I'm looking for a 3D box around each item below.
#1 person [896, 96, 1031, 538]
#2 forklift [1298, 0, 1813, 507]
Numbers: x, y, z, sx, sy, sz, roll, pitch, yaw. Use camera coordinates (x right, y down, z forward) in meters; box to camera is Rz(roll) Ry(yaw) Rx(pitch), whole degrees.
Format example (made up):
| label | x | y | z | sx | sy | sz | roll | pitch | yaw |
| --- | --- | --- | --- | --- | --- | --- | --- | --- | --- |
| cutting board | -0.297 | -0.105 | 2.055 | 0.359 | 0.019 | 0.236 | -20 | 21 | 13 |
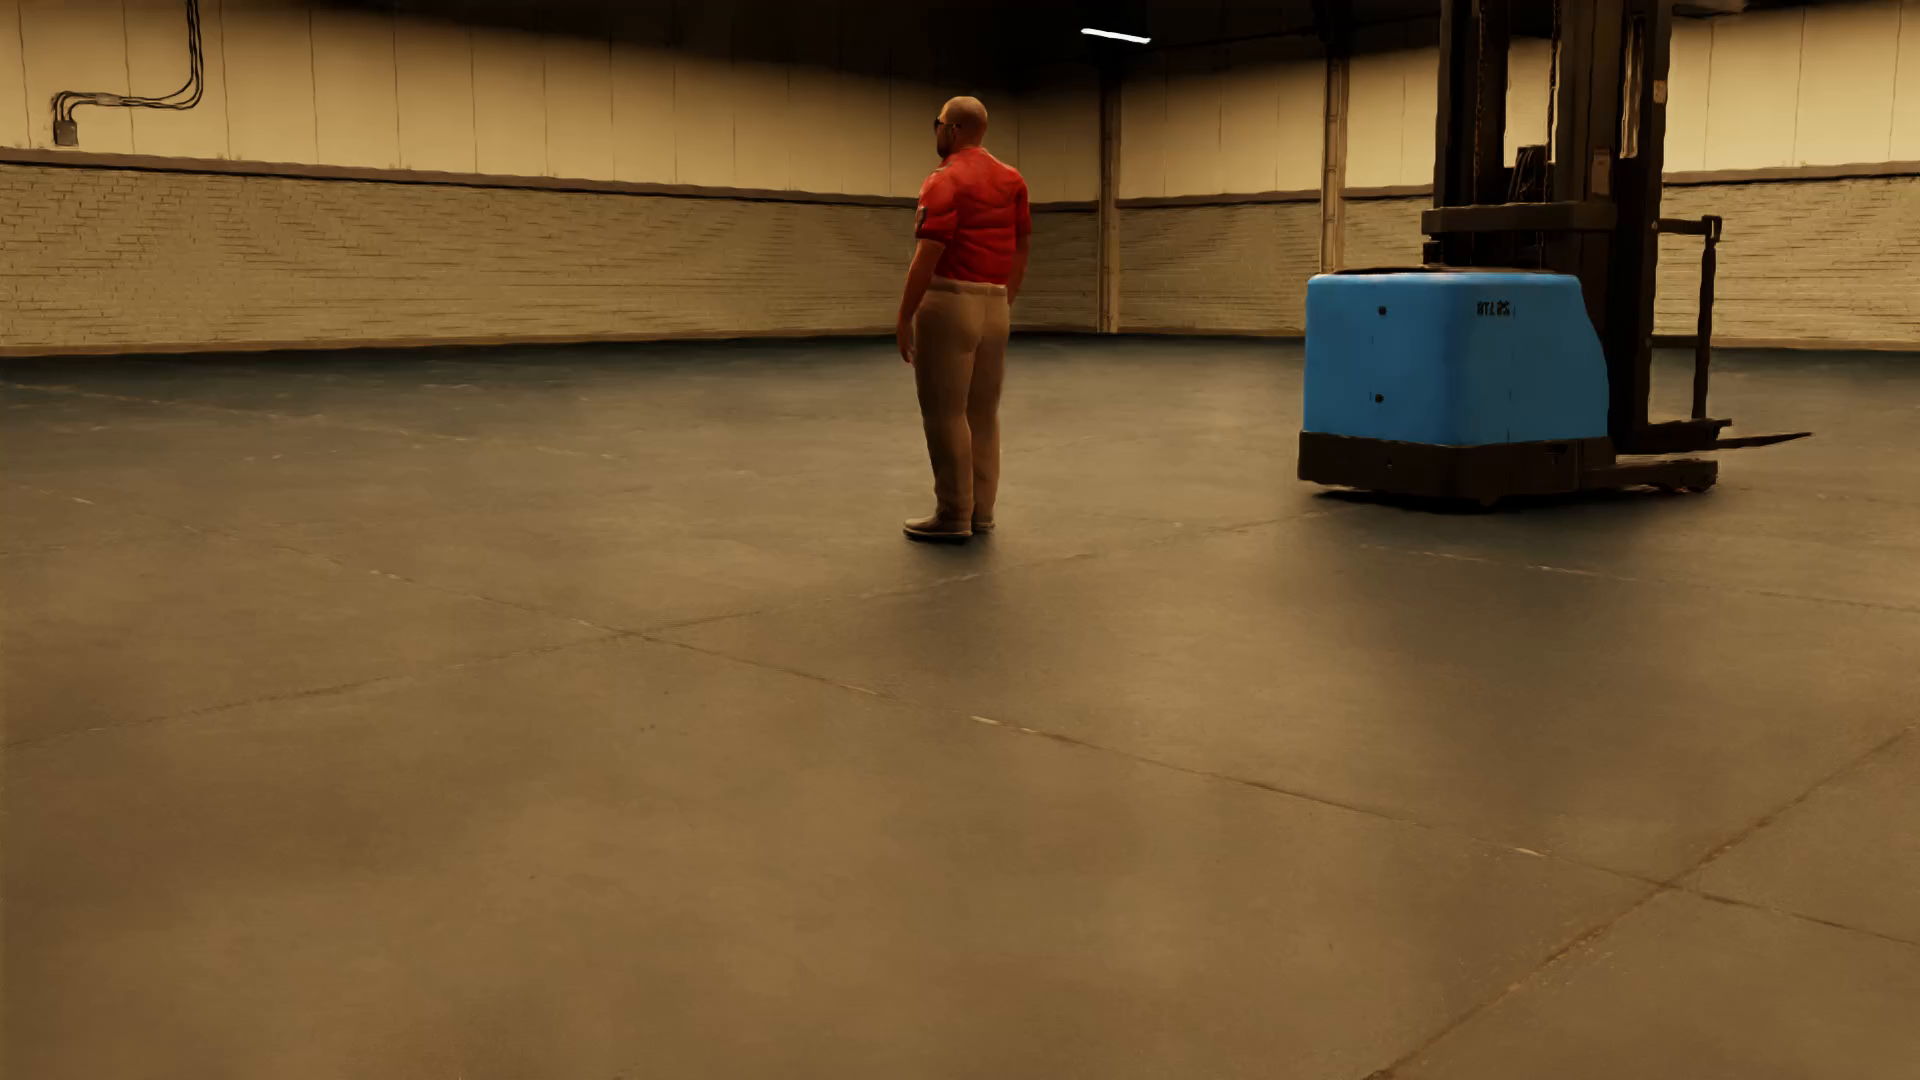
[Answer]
| label | x | y | z | sx | sy | sz | roll | pitch | yaw |
| --- | --- | --- | --- | --- | --- | --- | --- | --- | --- |
| person | -0.056 | -0.873 | 6.658 | 0.550 | 1.727 | 0.640 | 8 | 12 | 43 |
| forklift | 3.204 | -1.738 | 8.418 | 3.031 | 2.935 | 1.130 | -5 | 10 | -31 |
